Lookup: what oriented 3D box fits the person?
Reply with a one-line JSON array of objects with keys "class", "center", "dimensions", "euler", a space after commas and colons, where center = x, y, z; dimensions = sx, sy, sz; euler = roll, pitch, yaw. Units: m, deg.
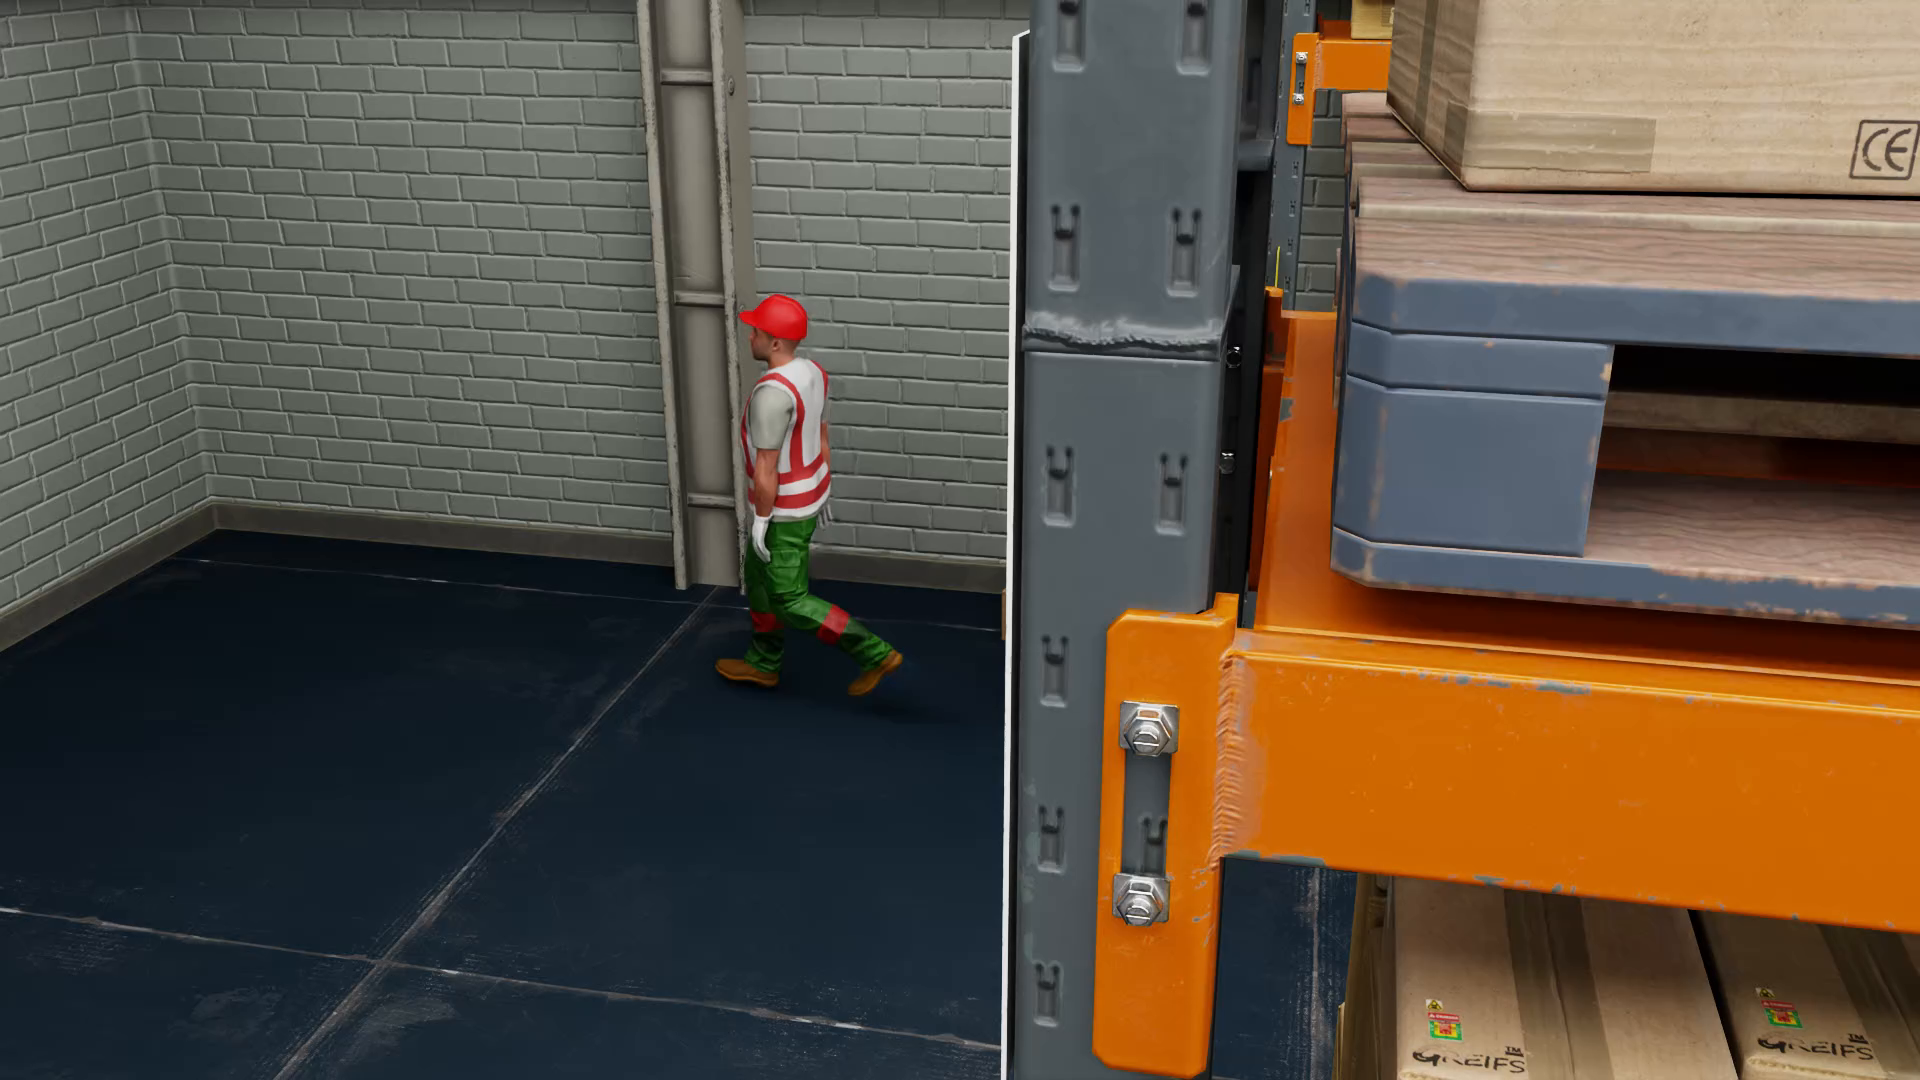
[{"class": "person", "center": [-0.664, -0.143, 6.899], "dimensions": [0.911, 1.763, 0.542], "euler": [5, 22, 12]}]
